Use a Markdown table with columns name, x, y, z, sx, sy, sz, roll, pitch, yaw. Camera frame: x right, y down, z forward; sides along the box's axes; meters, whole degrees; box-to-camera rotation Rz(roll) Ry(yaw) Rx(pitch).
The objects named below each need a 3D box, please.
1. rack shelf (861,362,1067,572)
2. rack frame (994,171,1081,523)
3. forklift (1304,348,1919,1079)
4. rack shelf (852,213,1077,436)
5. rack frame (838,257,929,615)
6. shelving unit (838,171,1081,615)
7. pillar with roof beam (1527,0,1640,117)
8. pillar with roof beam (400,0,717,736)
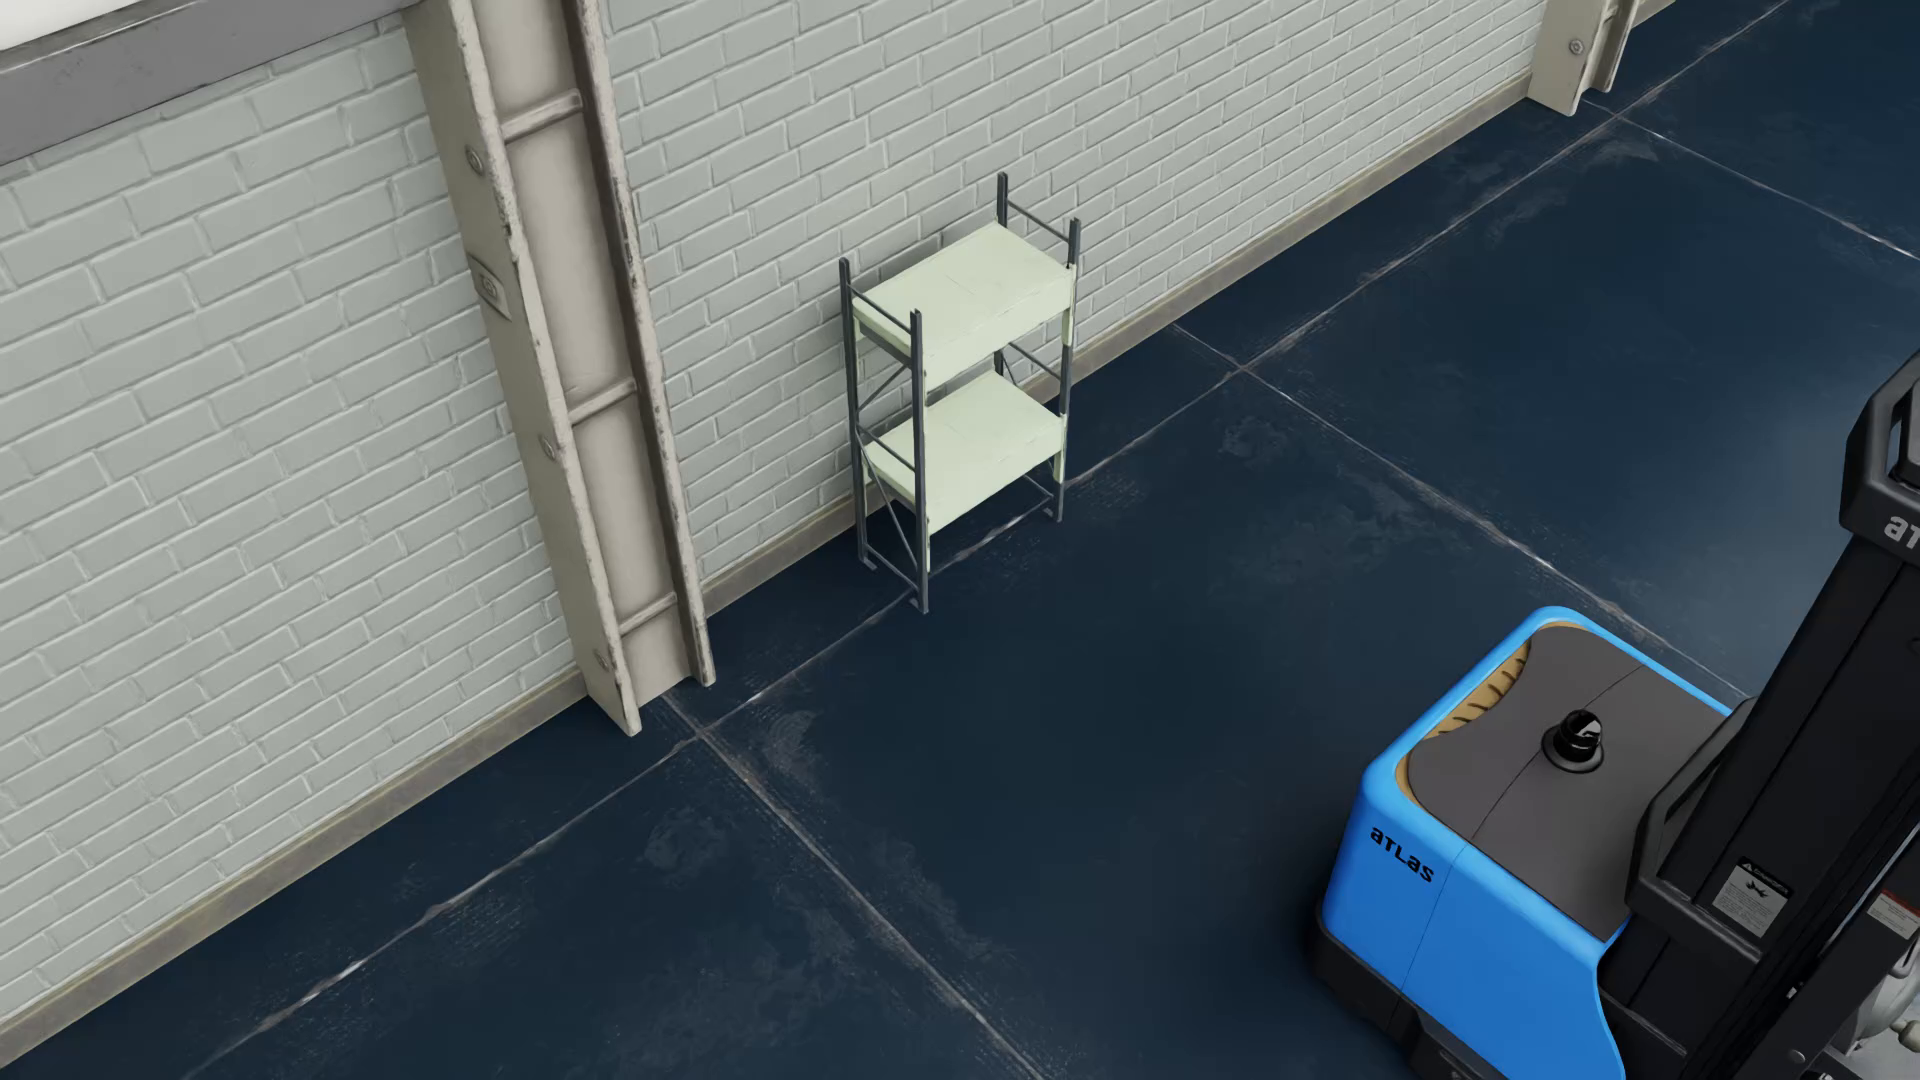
| name | x | y | z | sx | sy | sz | roll | pitch | yaw |
| --- | --- | --- | --- | --- | --- | --- | --- | --- | --- |
| rack shelf | 0.005 | -0.291 | 6.441 | 0.720 | 0.370 | 0.431 | -34 | 56 | -27 |
| rack frame | 0.276 | -0.693 | 6.369 | 0.023 | 1.500 | 0.400 | -34 | 56 | -27 |
| forklift | 2.499 | 0.941 | 3.887 | 1.130 | 2.935 | 3.031 | -35 | 56 | -28 |
| rack shelf | 0.005 | -0.777 | 5.915 | 0.720 | 0.370 | 0.431 | -34 | 56 | -27 |
| rack frame | -0.266 | -0.331 | 6.035 | 0.023 | 1.500 | 0.400 | -34 | 56 | -27 |
| shelving unit | 0.005 | -0.512 | 6.202 | 0.755 | 1.500 | 0.431 | -34 | 56 | -27 |
| pillar with roof beam | 6.172 | -3.136 | 3.521 | 0.400 | 9.000 | 9.100 | -34 | 56 | -27 |
| pillar with roof beam | 1.733 | -0.170 | 0.784 | 0.400 | 9.000 | 9.100 | -34 | 56 | -27 |
